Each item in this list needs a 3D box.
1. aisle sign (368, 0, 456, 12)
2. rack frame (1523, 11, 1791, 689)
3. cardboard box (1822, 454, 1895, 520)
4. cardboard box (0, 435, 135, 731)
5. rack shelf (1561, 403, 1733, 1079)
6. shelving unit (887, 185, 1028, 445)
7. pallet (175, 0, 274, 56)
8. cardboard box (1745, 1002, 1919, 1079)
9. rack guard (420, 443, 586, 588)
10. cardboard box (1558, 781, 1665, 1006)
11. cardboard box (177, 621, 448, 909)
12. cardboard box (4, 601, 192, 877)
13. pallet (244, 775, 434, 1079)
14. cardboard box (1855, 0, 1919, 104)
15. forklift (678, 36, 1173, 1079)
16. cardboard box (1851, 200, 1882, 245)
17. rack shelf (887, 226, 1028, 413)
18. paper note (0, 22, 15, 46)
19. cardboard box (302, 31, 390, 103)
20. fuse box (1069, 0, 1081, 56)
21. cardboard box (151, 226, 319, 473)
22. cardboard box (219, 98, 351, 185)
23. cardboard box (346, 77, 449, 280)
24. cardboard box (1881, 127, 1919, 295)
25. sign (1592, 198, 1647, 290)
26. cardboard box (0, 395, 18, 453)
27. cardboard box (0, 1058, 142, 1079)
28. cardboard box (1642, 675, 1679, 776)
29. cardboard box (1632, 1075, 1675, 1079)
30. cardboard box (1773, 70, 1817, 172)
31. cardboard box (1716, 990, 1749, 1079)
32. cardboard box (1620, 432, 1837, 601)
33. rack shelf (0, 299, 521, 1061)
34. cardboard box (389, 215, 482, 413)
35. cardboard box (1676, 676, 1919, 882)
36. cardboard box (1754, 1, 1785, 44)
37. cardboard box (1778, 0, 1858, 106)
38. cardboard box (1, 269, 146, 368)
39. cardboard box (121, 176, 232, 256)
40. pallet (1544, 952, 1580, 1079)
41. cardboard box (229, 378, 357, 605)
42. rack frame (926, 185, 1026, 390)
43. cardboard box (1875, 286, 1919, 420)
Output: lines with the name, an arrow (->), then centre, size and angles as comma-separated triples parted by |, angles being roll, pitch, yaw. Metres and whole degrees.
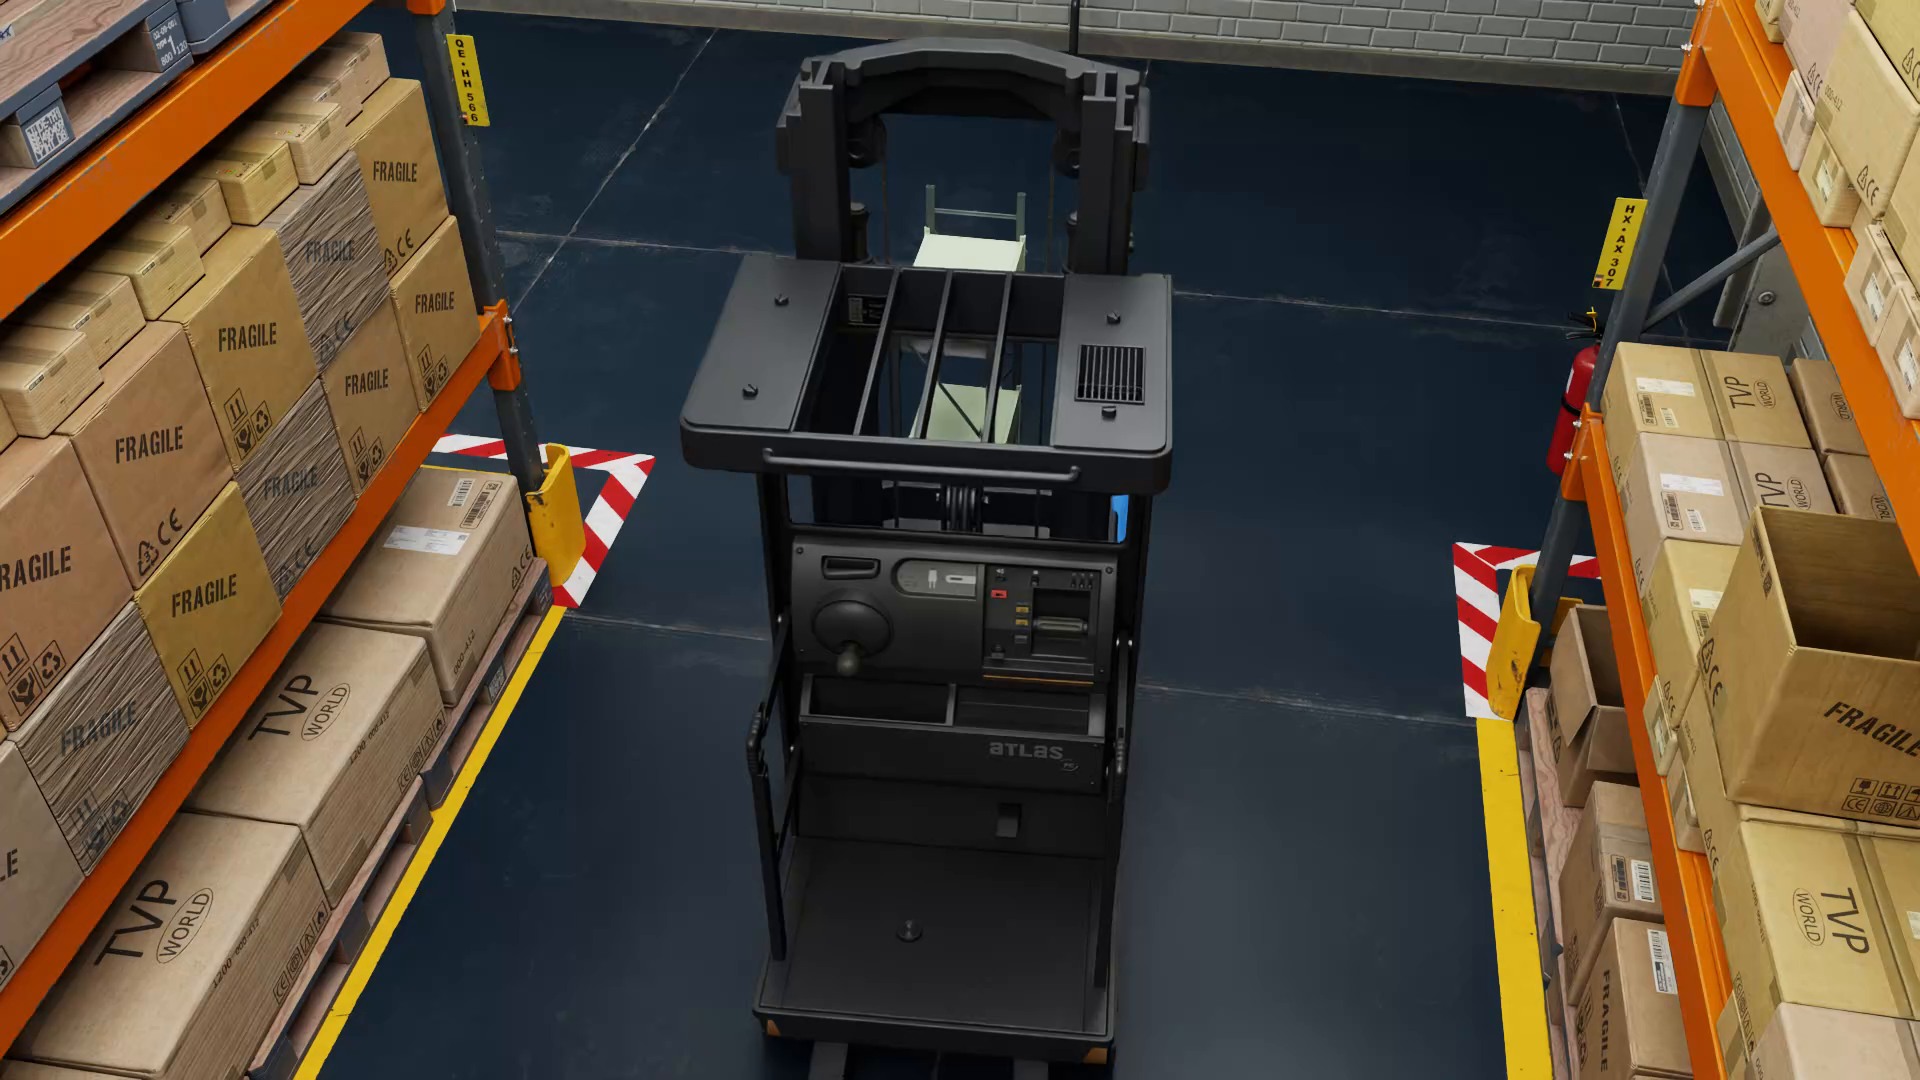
aisle sign -> -1.904, -2.118, 5.418 | 0.394, 0.787, 0.004 | 6, 40, 8
rack frame -> 2.667, -0.561, 5.574 | 1.000, 3.000, 0.127 | 6, 40, 8
cardboard box -> 2.759, 0.024, 4.751 | 0.500, 0.250, 0.500 | 7, 40, 8
cardboard box -> -2.400, 0.072, 3.946 | 0.500, 0.500, 0.500 | 7, 40, 9
rack shelf -> 2.321, 0.972, 4.285 | 1.077, 0.370, 4.000 | 6, 40, 8
shelving unit -> -0.001, -0.574, 6.767 | 0.431, 1.500, 0.755 | 6, 40, 8
pallet -> -2.340, -1.761, 4.741 | 1.003, 0.211, 1.213 | 6, 40, 8
cardboard box -> 1.895, 1.230, 3.292 | 0.500, 0.250, 0.500 | 7, 40, 8
rack guard -> -2.218, -0.157, 7.048 | 1.175, 0.500, 0.348 | 6, 40, 8
cardboard box -> 2.282, 1.147, 5.141 | 0.700, 0.500, 0.500 | 8, 40, 9
cardboard box -> -2.388, 0.721, 5.706 | 0.875, 0.438, 0.875 | 7, 40, 9
cardboard box -> -2.392, 0.474, 4.244 | 0.500, 0.500, 0.500 | 7, 40, 8
pallet -> -2.497, 1.243, 5.581 | 1.003, 0.211, 1.213 | 6, 40, 8
cardboard box -> 2.163, -1.081, 3.342 | 0.500, 0.250, 0.500 | 6, 40, 7
forklift -> -0.040, 0.289, 4.600 | 1.130, 2.935, 3.031 | 4, 40, 4
cardboard box -> 2.138, -0.647, 3.521 | 0.380, 0.149, 0.250 | 6, 40, 7
rack shelf -> -0.001, -0.875, 6.518 | 0.431, 0.370, 0.720 | 6, 40, 8
paper note -> -2.012, -1.042, 3.470 | 0.006, 0.032, 0.123 | 6, 40, 8
cardboard box -> -2.087, -1.532, 5.377 | 0.380, 0.149, 0.250 | 7, 40, 8
fuse box -> 0.774, -3.827, 10.536 | 0.539, 1.711, 0.414 | 6, 40, 8
cardboard box -> -2.221, -0.559, 4.709 | 0.500, 0.500, 0.500 | 6, 40, 7
cardboard box -> -2.069, -1.199, 4.974 | 0.380, 0.149, 0.250 | 6, 40, 7
cardboard box -> -2.071, -1.201, 5.485 | 0.500, 0.500, 0.500 | 8, 40, 9
cardboard box -> 2.086, -0.557, 3.100 | 0.500, 0.250, 0.500 | 6, 40, 7
sign -> 2.133, -0.954, 5.370 | 0.100, 0.325, 0.005 | 6, 40, 8
cardboard box -> -2.432, -0.246, 3.821 | 0.380, 0.149, 0.250 | 6, 40, 8
cardboard box -> -2.700, 1.848, 4.342 | 0.875, 0.438, 0.875 | 6, 40, 7
cardboard box -> 2.068, 0.515, 4.470 | 0.380, 0.149, 0.250 | 5, 40, 6
cardboard box -> 2.102, 1.798, 4.353 | 0.700, 0.500, 0.500 | 5, 40, 6
cardboard box -> 2.158, -0.974, 3.917 | 0.380, 0.149, 0.250 | 7, 40, 9
cardboard box -> 1.915, 1.162, 3.688 | 0.380, 0.149, 0.250 | 6, 40, 7
cardboard box -> 2.237, -0.046, 4.836 | 0.500, 0.250, 0.500 | 7, 40, 8
rack shelf -> -2.568, 0.427, 4.944 | 1.077, 0.370, 4.000 | 6, 40, 8
cardboard box -> -2.045, -0.812, 5.800 | 0.500, 0.500, 0.500 | 7, 40, 8
cardboard box -> 2.085, 0.596, 4.060 | 0.500, 0.250, 0.500 | 5, 40, 7
cardboard box -> 2.383, -1.445, 4.487 | 0.380, 0.149, 0.250 | 7, 40, 9
cardboard box -> 2.254, -1.204, 3.882 | 0.500, 0.250, 0.500 | 7, 40, 9
cardboard box -> -2.318, -0.563, 4.204 | 0.380, 0.149, 0.250 | 8, 40, 9
cardboard box -> -2.268, -0.889, 4.599 | 0.380, 0.149, 0.250 | 6, 40, 7
pallet -> 2.304, 1.826, 4.876 | 1.003, 0.211, 1.213 | 6, 40, 8
cardboard box -> -2.226, -0.175, 5.029 | 0.500, 0.500, 0.500 | 7, 40, 9
rack frame -> 0.062, -0.804, 7.045 | 0.400, 1.500, 0.023 | 6, 40, 8
cardboard box -> 1.984, -0.337, 3.147 | 0.380, 0.149, 0.250 | 7, 40, 9
